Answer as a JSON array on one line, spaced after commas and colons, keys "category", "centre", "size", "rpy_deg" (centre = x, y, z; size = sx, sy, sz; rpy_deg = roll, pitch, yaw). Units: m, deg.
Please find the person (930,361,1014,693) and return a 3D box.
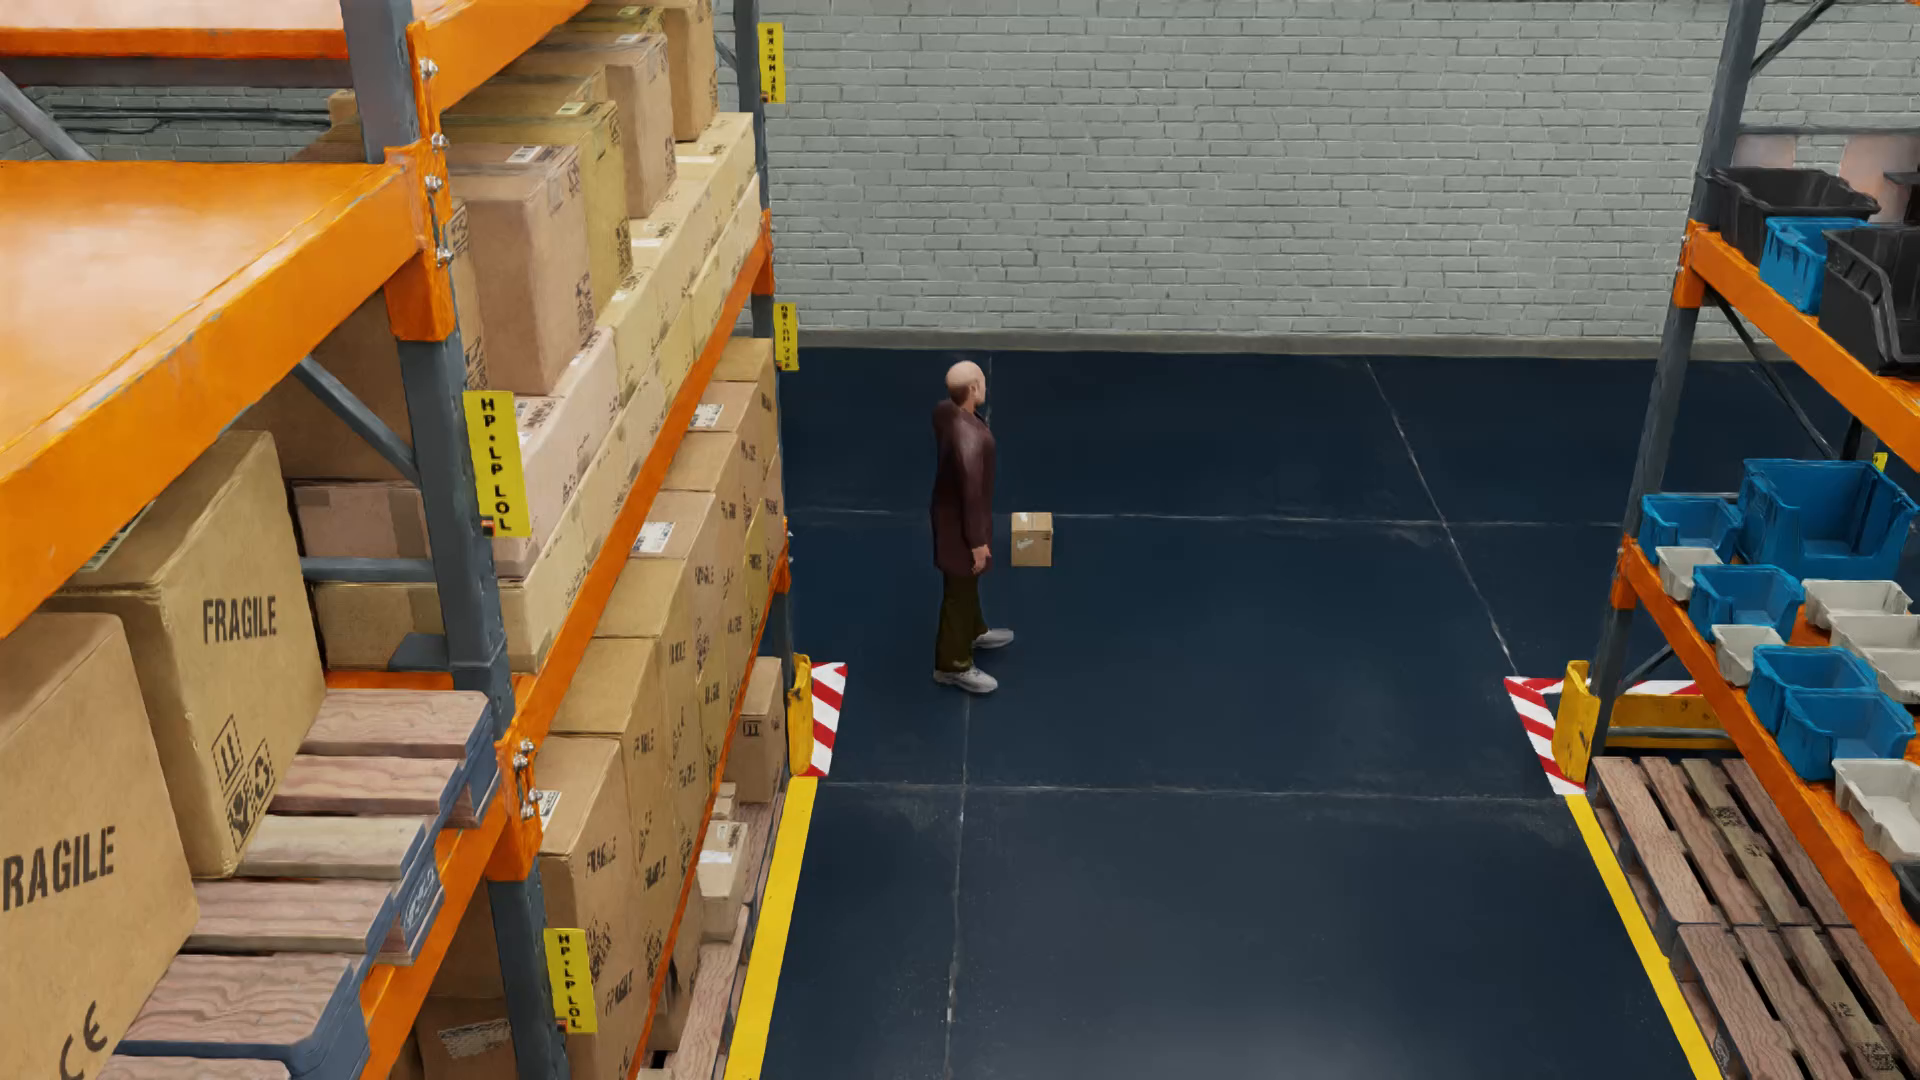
[{"category": "person", "centre": [0.083, -0.103, 8.770], "size": [0.520, 1.786, 0.647], "rpy_deg": [-6, 28, -11]}]
